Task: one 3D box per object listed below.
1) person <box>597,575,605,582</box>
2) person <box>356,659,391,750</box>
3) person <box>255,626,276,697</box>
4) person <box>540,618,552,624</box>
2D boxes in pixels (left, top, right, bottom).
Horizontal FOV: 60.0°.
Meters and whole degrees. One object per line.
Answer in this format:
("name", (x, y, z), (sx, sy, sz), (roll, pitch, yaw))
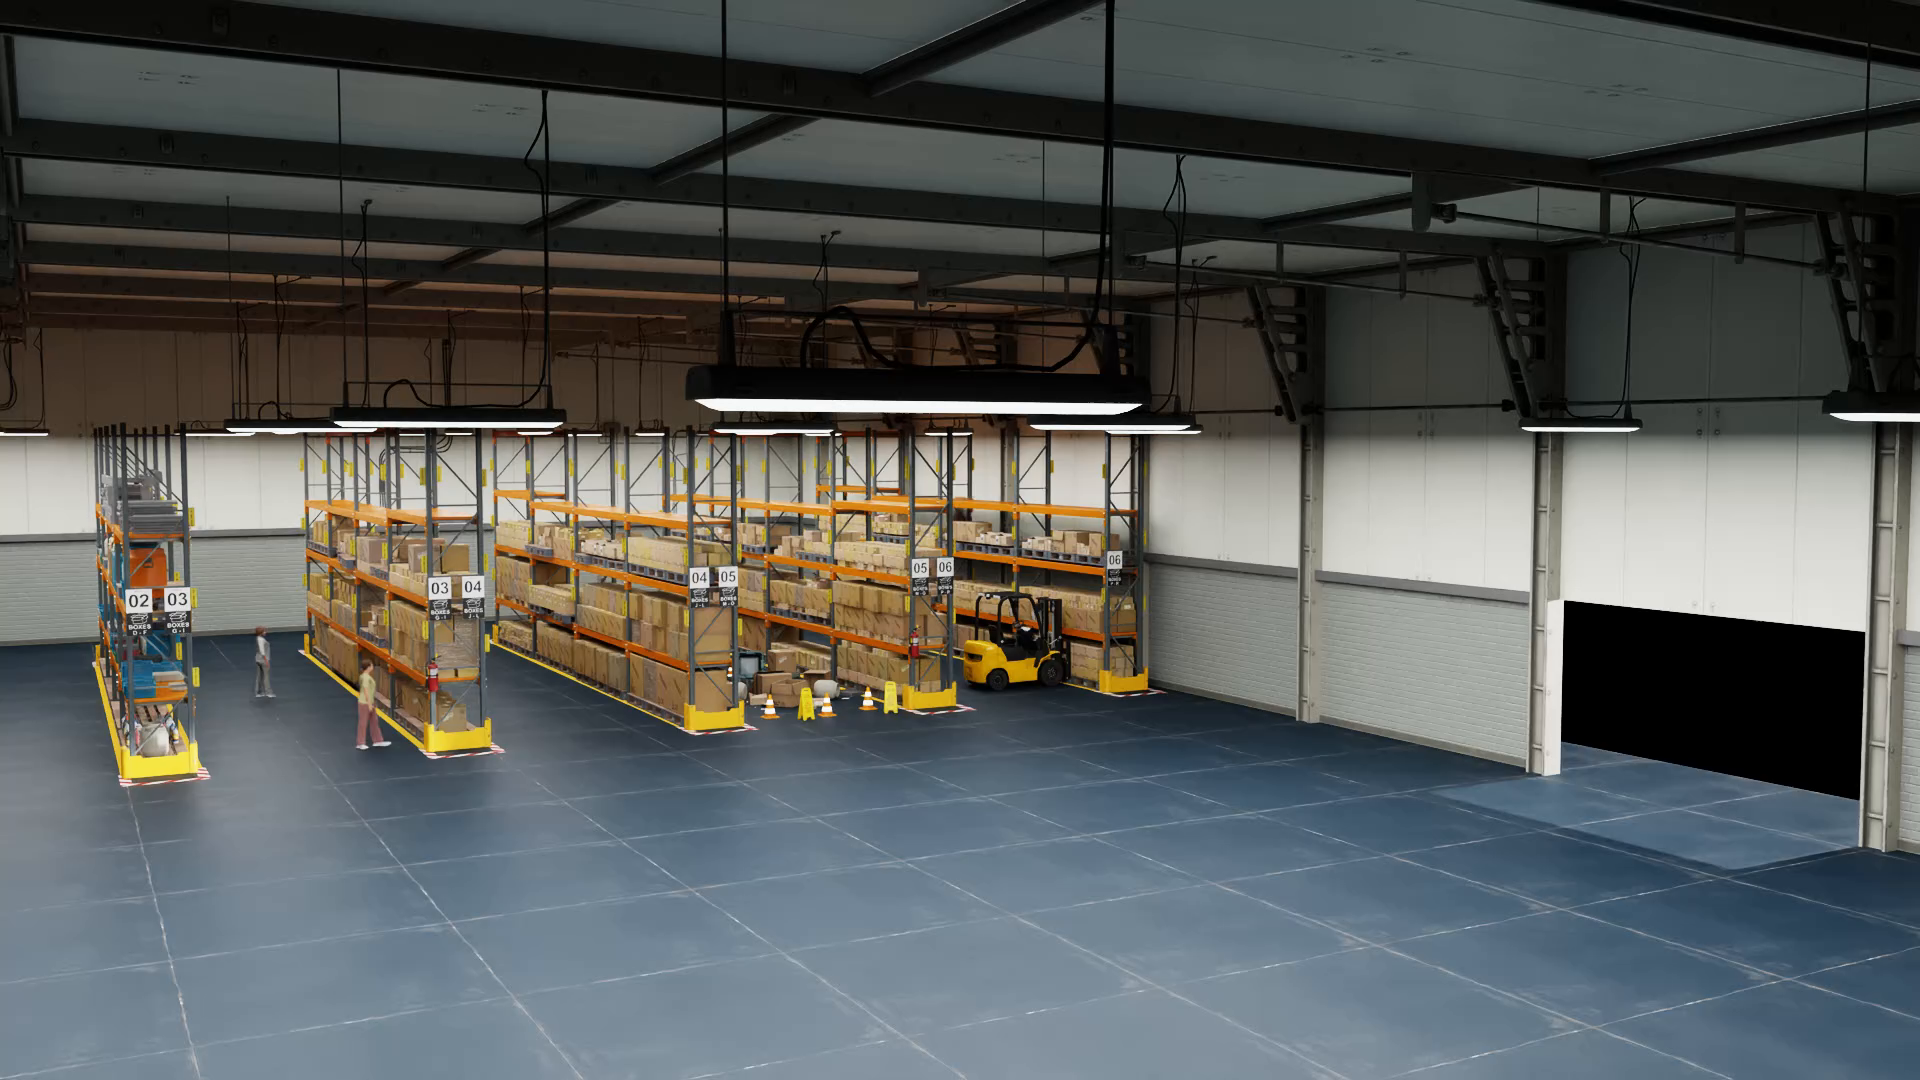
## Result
("person", (-10.506, 1.916, 48.787), (0.568, 1.801, 0.454), (0, 3, 0))
("person", (-10.900, 3.033, 30.787), (0.571, 1.663, 0.492), (0, 3, -6))
("person", (-15.380, 2.687, 36.820), (0.393, 1.593, 0.477), (-3, 5, -44))
("person", (-12.543, 1.847, 50.551), (0.481, 1.658, 0.342), (-2, 4, -29))
